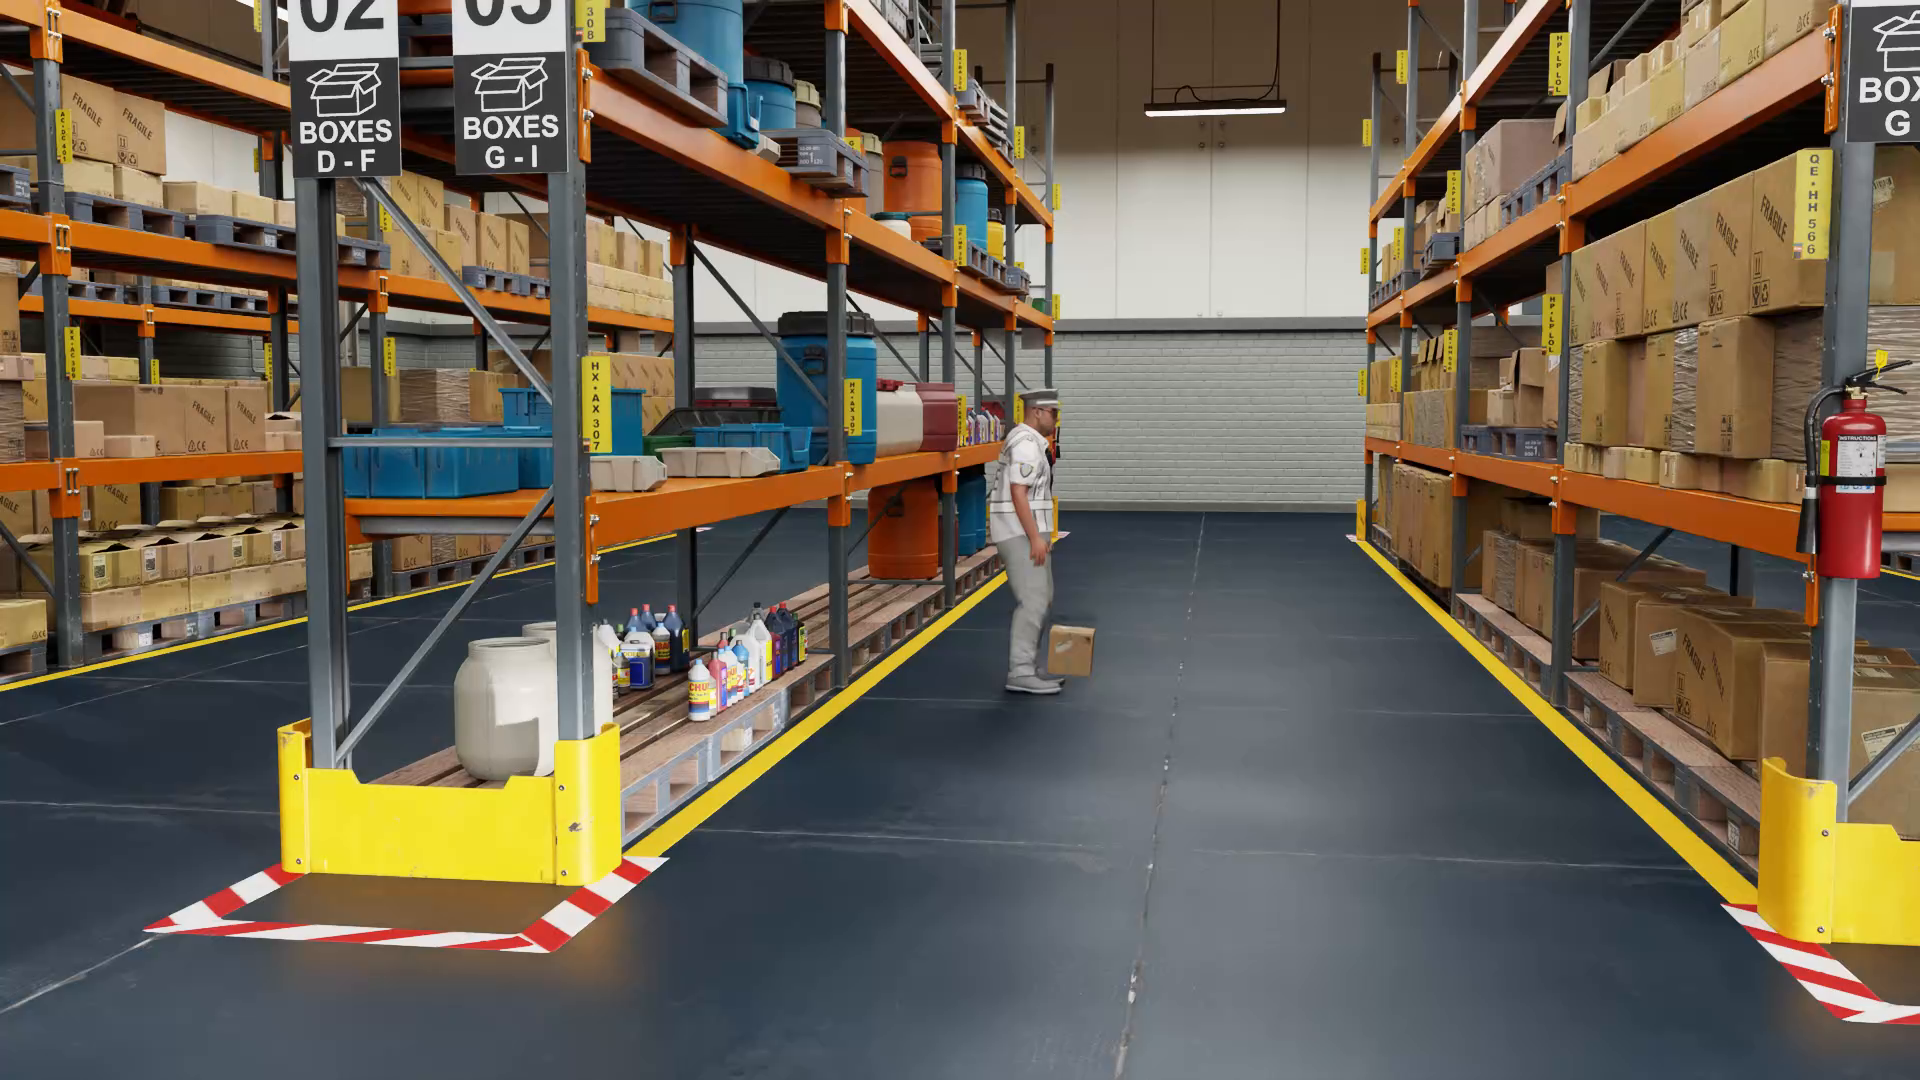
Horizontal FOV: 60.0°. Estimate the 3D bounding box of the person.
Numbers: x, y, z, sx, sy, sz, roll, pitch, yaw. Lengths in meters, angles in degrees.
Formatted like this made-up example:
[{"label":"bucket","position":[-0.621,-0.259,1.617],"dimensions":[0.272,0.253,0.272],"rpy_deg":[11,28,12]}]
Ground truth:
[{"label":"person","position":[0.396,-0.010,9.719],"dimensions":[0.445,1.747,0.596],"rpy_deg":[0,4,5]}]
